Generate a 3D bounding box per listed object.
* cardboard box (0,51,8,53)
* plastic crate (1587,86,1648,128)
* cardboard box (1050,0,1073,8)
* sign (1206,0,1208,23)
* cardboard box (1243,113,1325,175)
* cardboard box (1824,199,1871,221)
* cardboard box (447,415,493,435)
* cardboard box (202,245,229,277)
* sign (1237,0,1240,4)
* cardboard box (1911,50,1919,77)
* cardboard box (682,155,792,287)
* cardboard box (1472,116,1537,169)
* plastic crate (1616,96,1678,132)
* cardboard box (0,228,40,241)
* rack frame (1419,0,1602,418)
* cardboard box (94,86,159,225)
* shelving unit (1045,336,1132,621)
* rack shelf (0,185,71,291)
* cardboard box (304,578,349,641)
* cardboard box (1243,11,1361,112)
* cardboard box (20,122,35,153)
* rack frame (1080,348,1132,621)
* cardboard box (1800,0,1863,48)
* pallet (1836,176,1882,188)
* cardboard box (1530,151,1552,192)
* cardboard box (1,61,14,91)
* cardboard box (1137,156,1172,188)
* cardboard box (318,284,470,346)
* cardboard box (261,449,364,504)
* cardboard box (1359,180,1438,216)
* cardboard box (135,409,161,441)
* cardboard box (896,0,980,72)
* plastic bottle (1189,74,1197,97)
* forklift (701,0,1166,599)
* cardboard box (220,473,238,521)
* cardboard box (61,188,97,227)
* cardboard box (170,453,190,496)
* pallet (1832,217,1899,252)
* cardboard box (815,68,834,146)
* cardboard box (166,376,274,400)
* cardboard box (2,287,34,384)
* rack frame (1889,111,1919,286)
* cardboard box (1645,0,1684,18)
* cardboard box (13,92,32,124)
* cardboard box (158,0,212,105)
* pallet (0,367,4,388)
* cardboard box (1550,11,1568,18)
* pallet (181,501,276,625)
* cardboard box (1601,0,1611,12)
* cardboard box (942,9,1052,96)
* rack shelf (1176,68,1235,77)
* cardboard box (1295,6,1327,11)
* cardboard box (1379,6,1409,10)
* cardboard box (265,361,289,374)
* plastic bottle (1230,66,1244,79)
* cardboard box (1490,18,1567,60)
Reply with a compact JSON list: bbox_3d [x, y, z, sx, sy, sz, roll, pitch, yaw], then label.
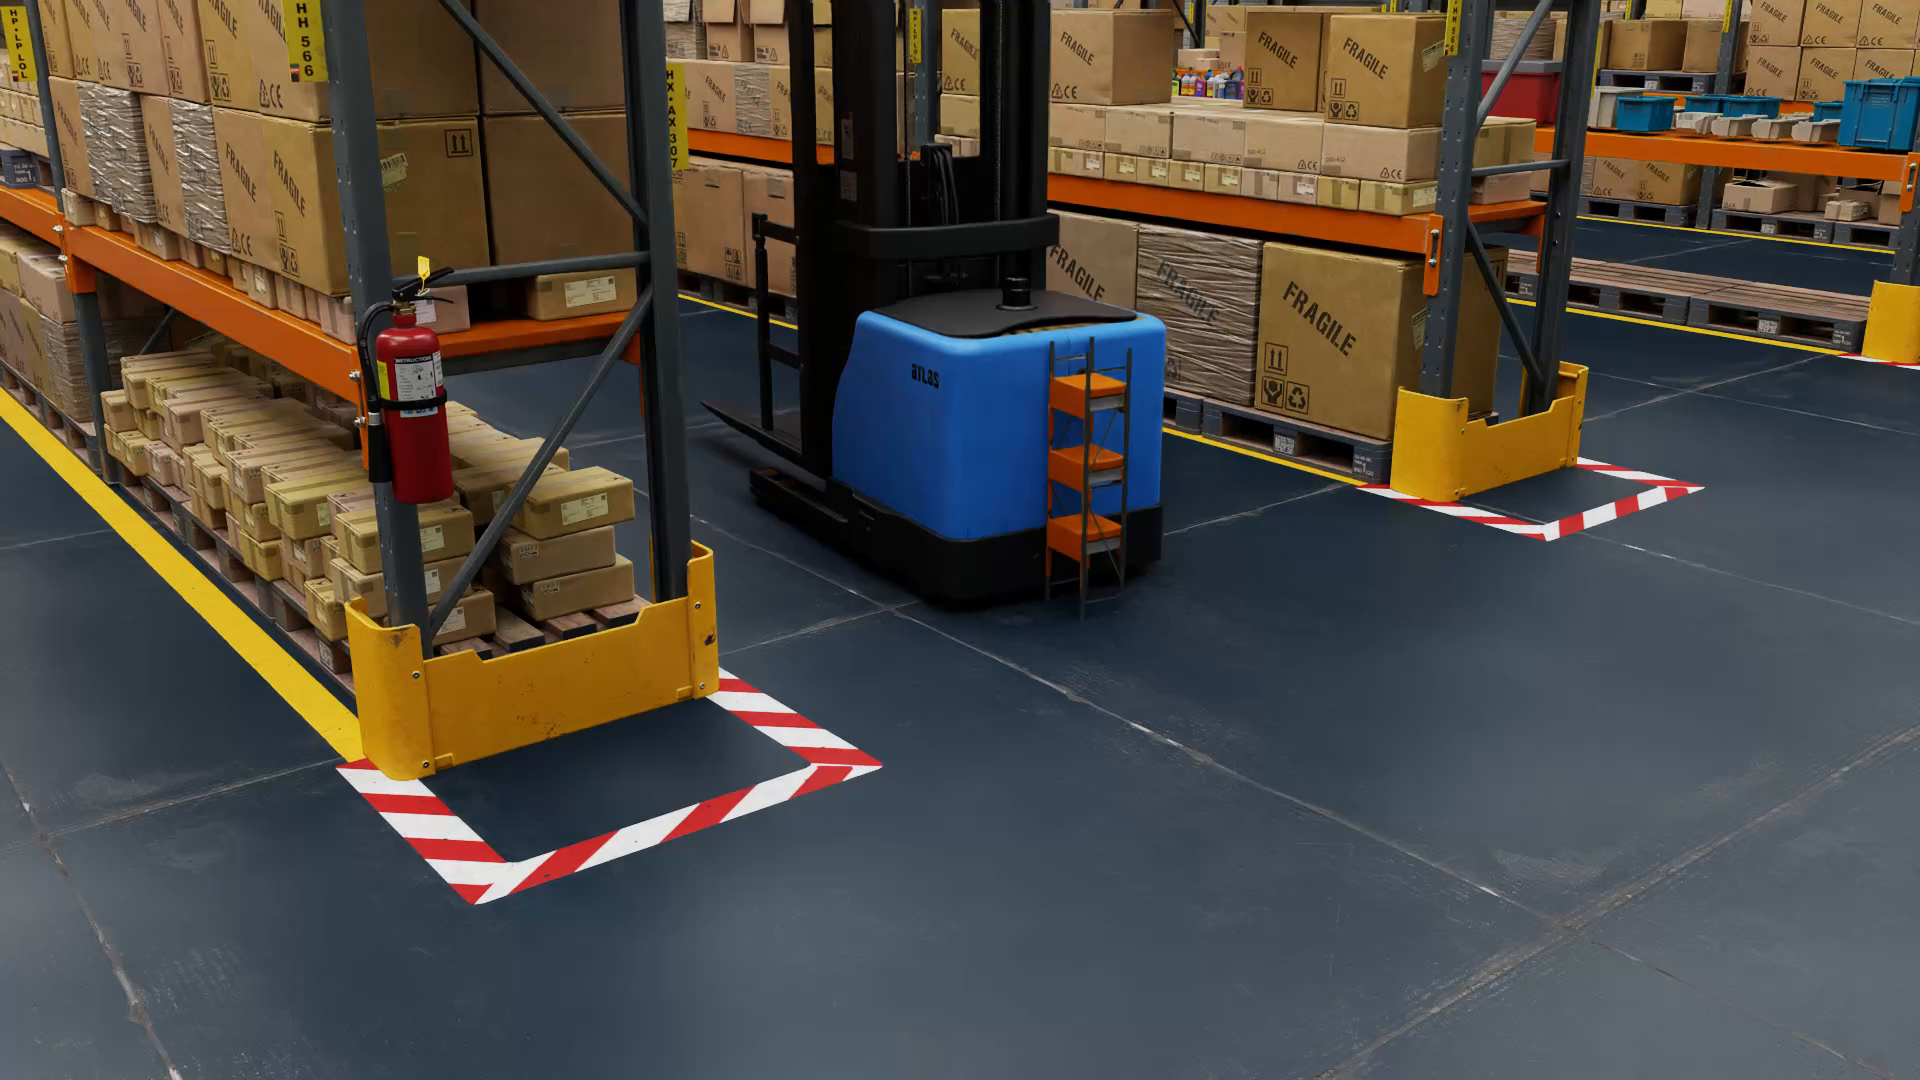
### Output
[{"bbox_3d":[-5.843,-2.866,10.030,0.380,0.149,0.250,-14,23,-36],"label":"cardboard box"},{"bbox_3d":[4.824,-3.266,12.547,0.437,0.282,0.530,-14,23,-36],"label":"plastic crate"},{"bbox_3d":[1.723,-7.786,23.880,0.700,0.500,0.500,-14,23,-36],"label":"cardboard box"},{"bbox_3d":[3.358,-7.264,22.811,0.100,0.325,0.005,-14,23,-36],"label":"sign"},{"bbox_3d":[1.798,-2.017,8.446,0.500,0.250,0.500,-14,23,-37],"label":"cardboard box"},{"bbox_3d":[8.542,-3.179,15.998,0.380,0.166,0.250,-14,23,-36],"label":"cardboard box"},{"bbox_3d":[-2.093,-0.381,6.662,0.380,0.149,0.250,-13,22,-34],"label":"cardboard box"},{"bbox_3d":[-2.661,-1.113,6.353,0.380,0.149,0.250,-13,23,-35],"label":"cardboard box"},{"bbox_3d":[4.784,-9.400,28.633,0.100,0.325,0.005,-14,23,-36],"label":"sign"},{"bbox_3d":[8.955,-4.166,15.014,0.500,0.500,0.500,-14,23,-37],"label":"cardboard box"},{"bbox_3d":[-1.386,-2.521,12.915,1.225,0.875,0.875,-14,23,-36],"label":"cardboard box"},{"bbox_3d":[2.535,-1.995,8.380,0.500,0.250,0.500,-15,23,-38],"label":"cardboard box"},{"bbox_3d":[5.028,-3.125,12.200,0.416,0.233,0.300,-14,23,-36],"label":"plastic crate"},{"bbox_3d":[-5.446,-1.684,9.792,0.500,0.250,0.500,-14,23,-36],"label":"cardboard box"},{"bbox_3d":[2.622,-1.754,7.887,1.000,3.000,0.127,-14,23,-36],"label":"rack frame"},{"bbox_3d":[-3.105,-1.562,6.676,0.500,0.500,0.500,-15,23,-37],"label":"cardboard box"},{"bbox_3d":[0.490,-0.234,6.399,0.215,1.050,0.252,-10,21,-29],"label":"shelving unit"},{"bbox_3d":[-5.055,-1.948,9.617,1.077,0.370,4.000,-14,23,-36],"label":"rack shelf"},{"bbox_3d":[-2.059,0.211,5.821,0.380,0.149,0.250,-13,22,-34],"label":"cardboard box"},{"bbox_3d":[1.898,-2.600,9.016,0.500,0.500,0.500,-15,23,-38],"label":"cardboard box"},{"bbox_3d":[-4.685,-2.123,8.734,0.380,0.149,0.250,-15,24,-39],"label":"cardboard box"},{"bbox_3d":[0.552,-0.201,6.299,0.200,1.050,0.008,-10,21,-29],"label":"rack frame"},{"bbox_3d":[8.299,-4.896,15.627,0.500,0.500,0.500,-15,23,-38],"label":"cardboard box"},{"bbox_3d":[11.249,-4.491,20.591,1.003,0.211,1.213,-14,23,-36],"label":"pallet"},{"bbox_3d":[6.446,-4.132,18.345,0.500,0.500,0.500,-15,23,-38],"label":"cardboard box"},{"bbox_3d":[-4.854,-2.476,8.852,0.380,0.149,0.250,-15,23,-38],"label":"cardboard box"},{"bbox_3d":[1.194,-2.035,9.135,0.380,0.149,0.250,-13,23,-35],"label":"cardboard box"},{"bbox_3d":[-1.753,-0.717,5.154,0.380,0.149,0.250,-14,23,-36],"label":"cardboard box"},{"bbox_3d":[-2.339,-0.208,6.141,0.380,0.149,0.250,-15,24,-38],"label":"cardboard box"},{"bbox_3d":[2.142,-1.658,7.997,0.380,0.149,0.250,-13,23,-35],"label":"cardboard box"},{"bbox_3d":[-3.611,-0.587,7.757,0.380,0.149,0.250,-14,23,-36],"label":"cardboard box"},{"bbox_3d":[-0.265,-3.419,11.161,0.797,0.503,0.637,-15,23,-38],"label":"cardboard box"},{"bbox_3d":[2.177,-4.199,15.477,0.097,0.271,0.097,0,18,0],"label":"plastic bottle"},{"bbox_3d":[-0.339,-1.574,7.452,1.130,2.935,3.031,-10,21,-29],"label":"forklift"},{"bbox_3d":[-2.681,-0.192,6.564,0.380,0.149,0.250,-13,22,-33],"label":"cardboard box"},{"bbox_3d":[-3.893,-1.543,7.651,0.380,0.149,0.250,-13,22,-34],"label":"cardboard box"},{"bbox_3d":[-3.281,-0.320,7.425,0.380,0.149,0.250,-15,23,-37],"label":"cardboard box"},{"bbox_3d":[9.093,-2.878,15.718,1.003,0.211,1.213,-14,23,-36],"label":"pallet"},{"bbox_3d":[-0.668,-2.972,11.407,0.500,0.500,0.500,-13,22,-34],"label":"cardboard box"},{"bbox_3d":[-3.261,-0.607,7.346,0.380,0.149,0.250,-15,23,-38],"label":"cardboard box"},{"bbox_3d":[-5.103,-1.196,9.511,0.500,0.500,0.500,-15,23,-37],"label":"cardboard box"},{"bbox_3d":[6.504,-2.720,10.806,1.000,3.000,0.127,-14,23,-36],"label":"rack frame"},{"bbox_3d":[9.401,-7.010,21.904,0.500,0.250,0.500,-13,23,-35],"label":"cardboard box"},{"bbox_3d":[-4.704,-2.270,8.704,0.380,0.149,0.250,-15,23,-38],"label":"cardboard box"},{"bbox_3d":[-2.453,-1.789,5.772,0.500,0.500,0.500,-13,22,-33],"label":"cardboard box"},{"bbox_3d":[-5.812,-1.265,10.848,1.003,0.211,1.213,-14,23,-36],"label":"pallet"},{"bbox_3d":[8.635,-7.128,23.258,0.700,0.500,0.500,-17,25,-41],"label":"cardboard box"},{"bbox_3d":[-2.606,-0.013,7.066,1.003,0.211,1.213,-14,23,-36],"label":"pallet"},{"bbox_3d":[8.854,-7.345,22.882,0.250,0.149,0.380,16,24,39],"label":"cardboard box"},{"bbox_3d":[0.235,-2.998,10.215,0.500,0.500,0.500,-14,23,-36],"label":"cardboard box"},{"bbox_3d":[4.181,-5.809,21.278,1.077,0.370,4.000,-14,23,-36],"label":"rack shelf"},{"bbox_3d":[5.665,-8.209,26.397,0.500,0.500,0.500,-15,23,-38],"label":"cardboard box"},{"bbox_3d":[6.692,-8.062,25.951,0.500,0.500,0.500,-15,23,-37],"label":"cardboard box"},{"bbox_3d":[-3.038,-0.773,7.845,0.380,0.149,0.250,-14,23,-37],"label":"cardboard box"},{"bbox_3d":[2.545,-4.180,15.291,0.144,0.351,0.185,-14,23,-36],"label":"plastic bottle"},{"bbox_3d":[6.320,-5.509,18.399,0.700,0.500,0.500,-9,20,-26],"label":"cardboard box"}]
